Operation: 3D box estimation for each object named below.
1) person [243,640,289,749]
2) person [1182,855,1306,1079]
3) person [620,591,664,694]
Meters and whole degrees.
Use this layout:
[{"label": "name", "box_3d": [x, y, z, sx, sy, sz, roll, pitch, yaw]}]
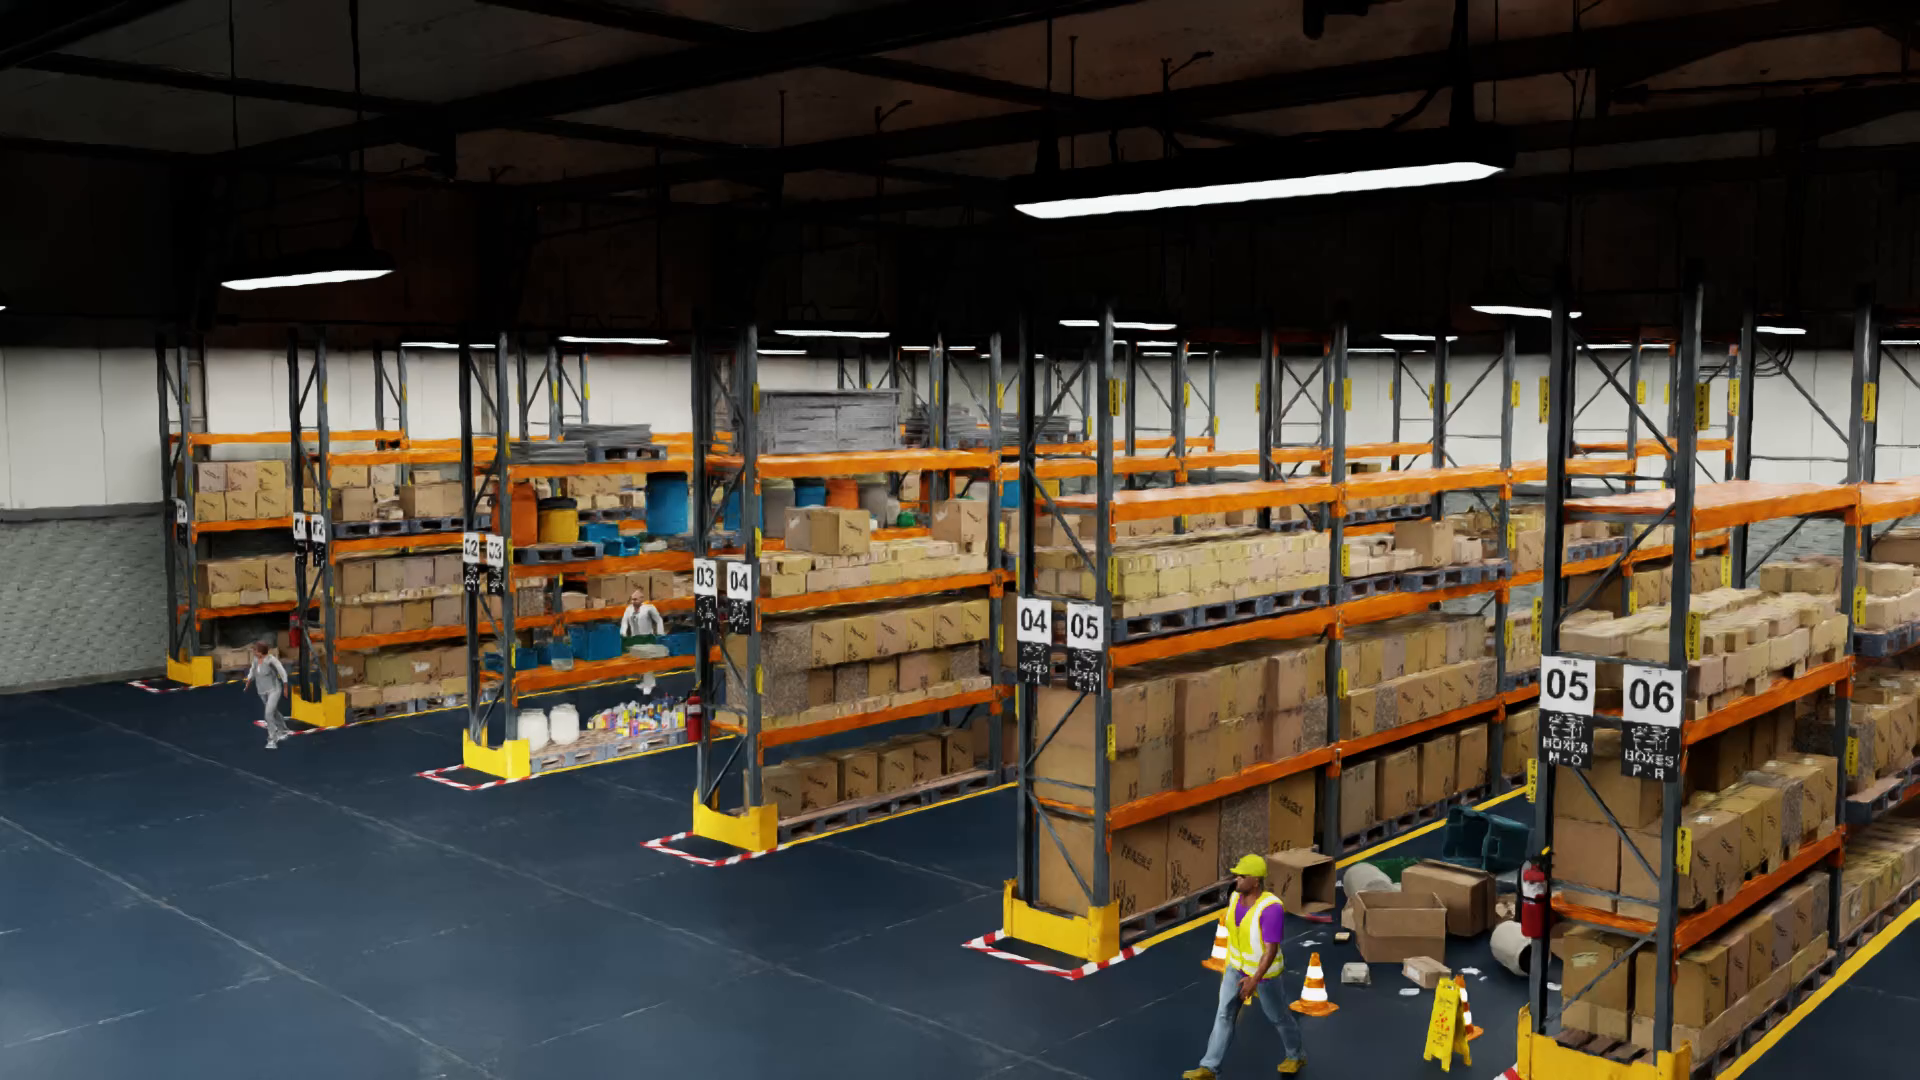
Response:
[{"label": "person", "box_3d": [-9.834, 2.164, 23.732, 0.562, 1.528, 0.778, 2, 6, 24]}, {"label": "person", "box_3d": [2.150, 3.156, 12.257, 1.043, 1.706, 0.571, -4, 7, -37]}, {"label": "person", "box_3d": [-5.301, 1.685, 27.865, 0.729, 1.712, 0.903, 3, 6, 27]}]
